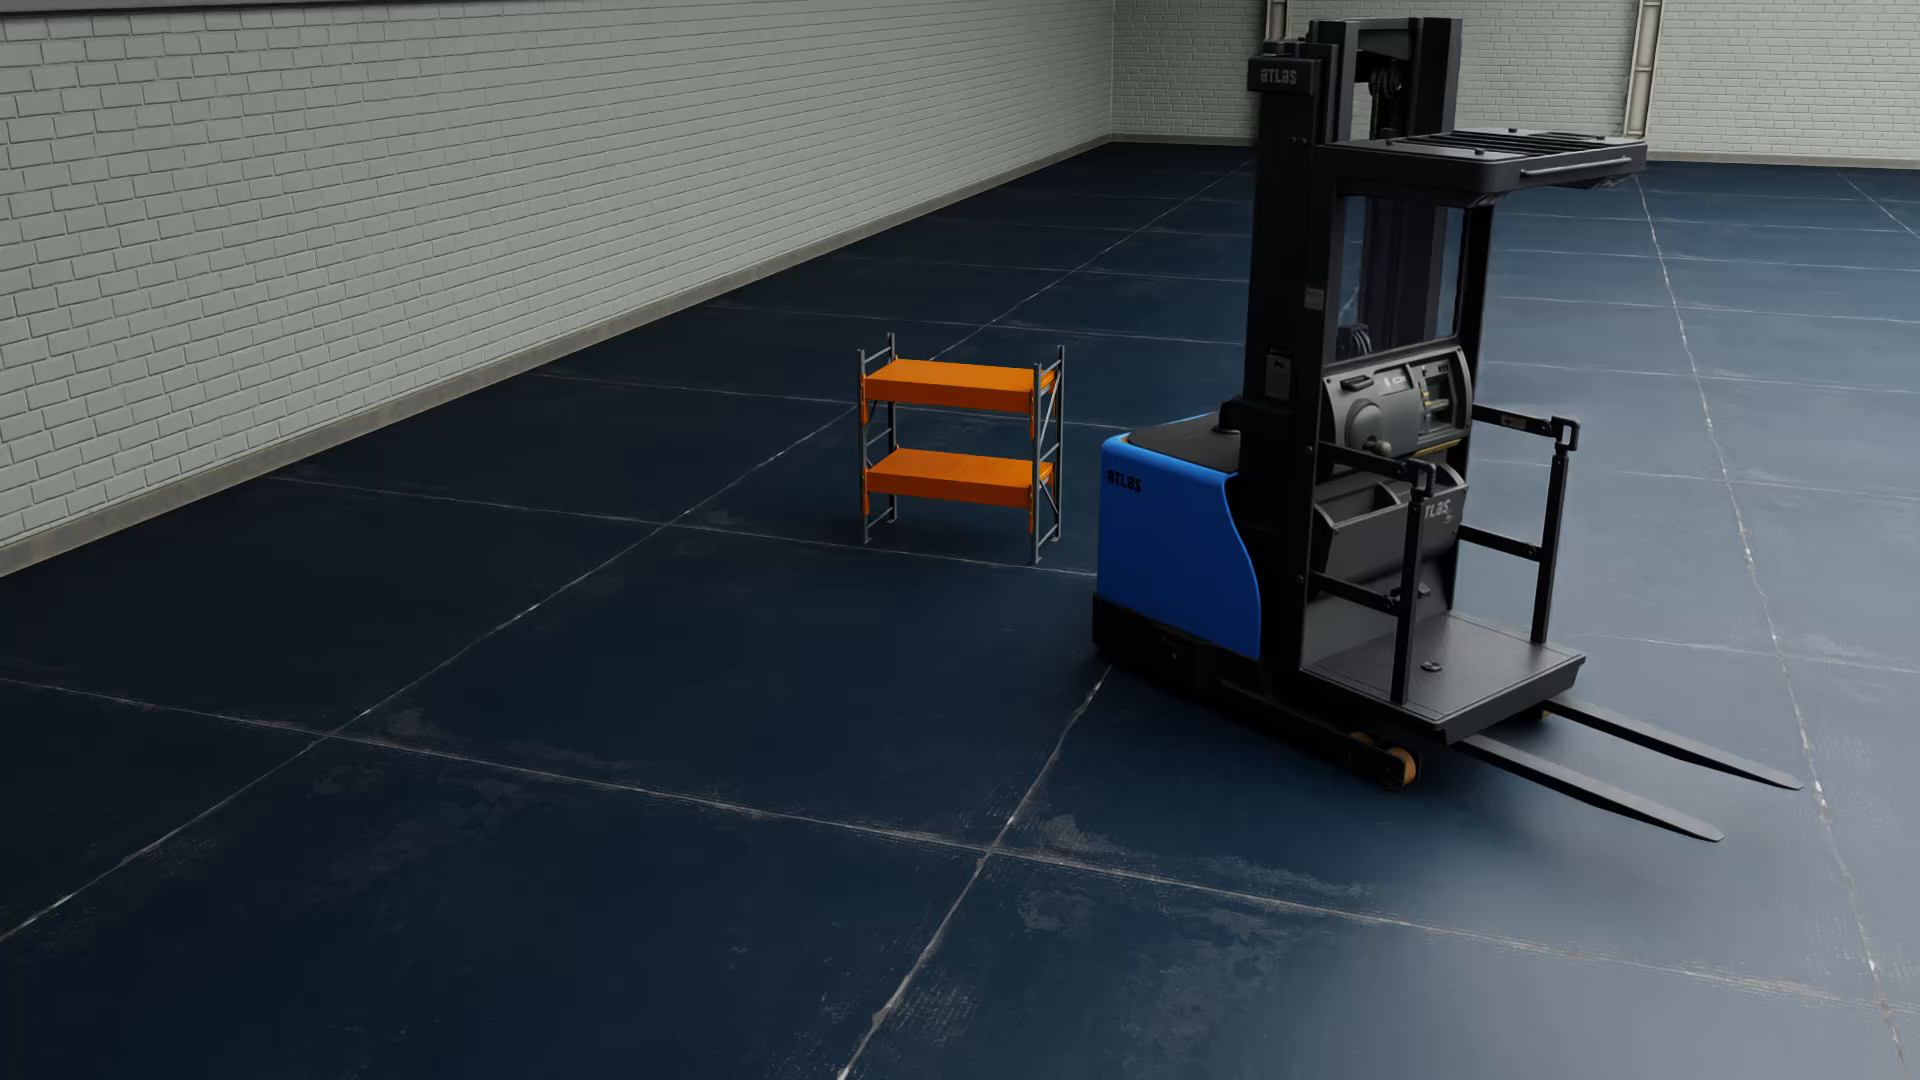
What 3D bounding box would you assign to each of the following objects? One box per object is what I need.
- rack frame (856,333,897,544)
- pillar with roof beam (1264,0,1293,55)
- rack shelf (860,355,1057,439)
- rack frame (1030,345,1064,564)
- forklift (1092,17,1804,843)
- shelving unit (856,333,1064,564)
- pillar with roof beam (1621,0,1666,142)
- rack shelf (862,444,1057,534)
[{"bbox_3d":[-0.474,-0.585,9.547,0.032,1.125,0.500,7,20,18],"label":"rack frame"},{"bbox_3d":[4.133,-9.899,24.303,0.400,9.000,9.100,7,20,18],"label":"pillar with roof beam"},{"bbox_3d":[0.006,-0.807,9.293,1.000,0.278,0.538,7,20,18],"label":"rack shelf"},{"bbox_3d":[0.487,-0.476,9.231,0.032,1.125,0.500,7,20,18],"label":"rack frame"},{"bbox_3d":[1.959,-0.566,6.748,1.130,2.935,3.031,-15,24,-37],"label":"forklift"},{"bbox_3d":[0.006,-0.530,9.389,1.048,1.125,0.538,7,20,18],"label":"shelving unit"},{"bbox_3d":[9.801,-9.251,22.444,0.400,9.000,9.100,7,20,18],"label":"pillar with roof beam"},{"bbox_3d":[0.006,-0.300,9.469,1.000,0.278,0.538,7,20,18],"label":"rack shelf"}]
